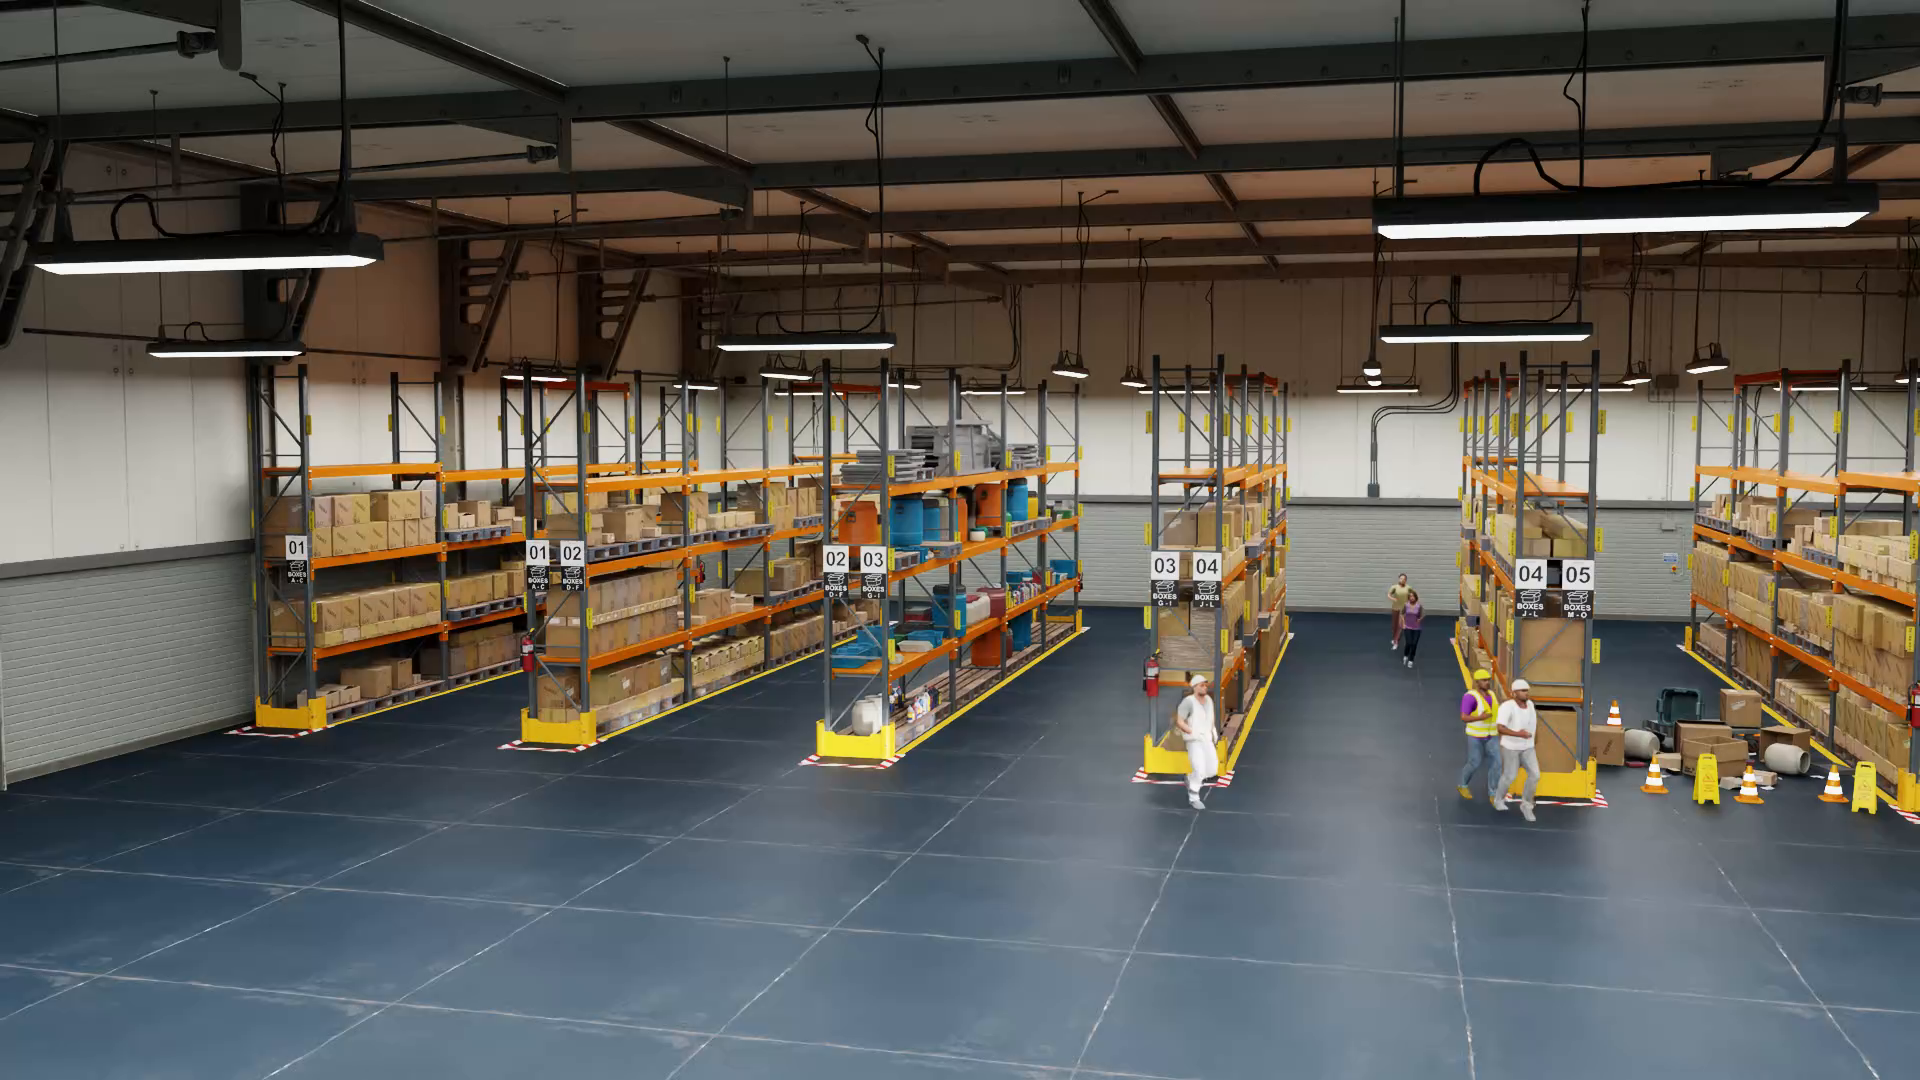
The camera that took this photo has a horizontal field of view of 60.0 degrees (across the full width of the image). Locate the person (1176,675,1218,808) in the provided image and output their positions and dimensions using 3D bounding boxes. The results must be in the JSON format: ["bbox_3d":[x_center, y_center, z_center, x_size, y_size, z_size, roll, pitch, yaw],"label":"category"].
[{"bbox_3d":[3.130,2.633,21.827,0.697,1.748,0.623,-3,5,-35],"label":"person"}]

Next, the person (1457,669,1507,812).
[{"bbox_3d":[6.847,2.597,21.821,0.679,1.809,0.833,-1,4,-19],"label":"person"}]

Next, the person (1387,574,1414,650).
[{"bbox_3d":[9.886,1.587,37.330,0.609,1.680,0.950,1,4,17],"label":"person"}]

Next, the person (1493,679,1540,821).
[{"bbox_3d":[7.124,2.679,21.167,0.718,1.833,0.744,-1,4,-18],"label":"person"}]

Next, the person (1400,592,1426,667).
[{"bbox_3d":[9.350,1.850,34.346,0.519,1.567,0.563,1,4,14],"label":"person"}]
